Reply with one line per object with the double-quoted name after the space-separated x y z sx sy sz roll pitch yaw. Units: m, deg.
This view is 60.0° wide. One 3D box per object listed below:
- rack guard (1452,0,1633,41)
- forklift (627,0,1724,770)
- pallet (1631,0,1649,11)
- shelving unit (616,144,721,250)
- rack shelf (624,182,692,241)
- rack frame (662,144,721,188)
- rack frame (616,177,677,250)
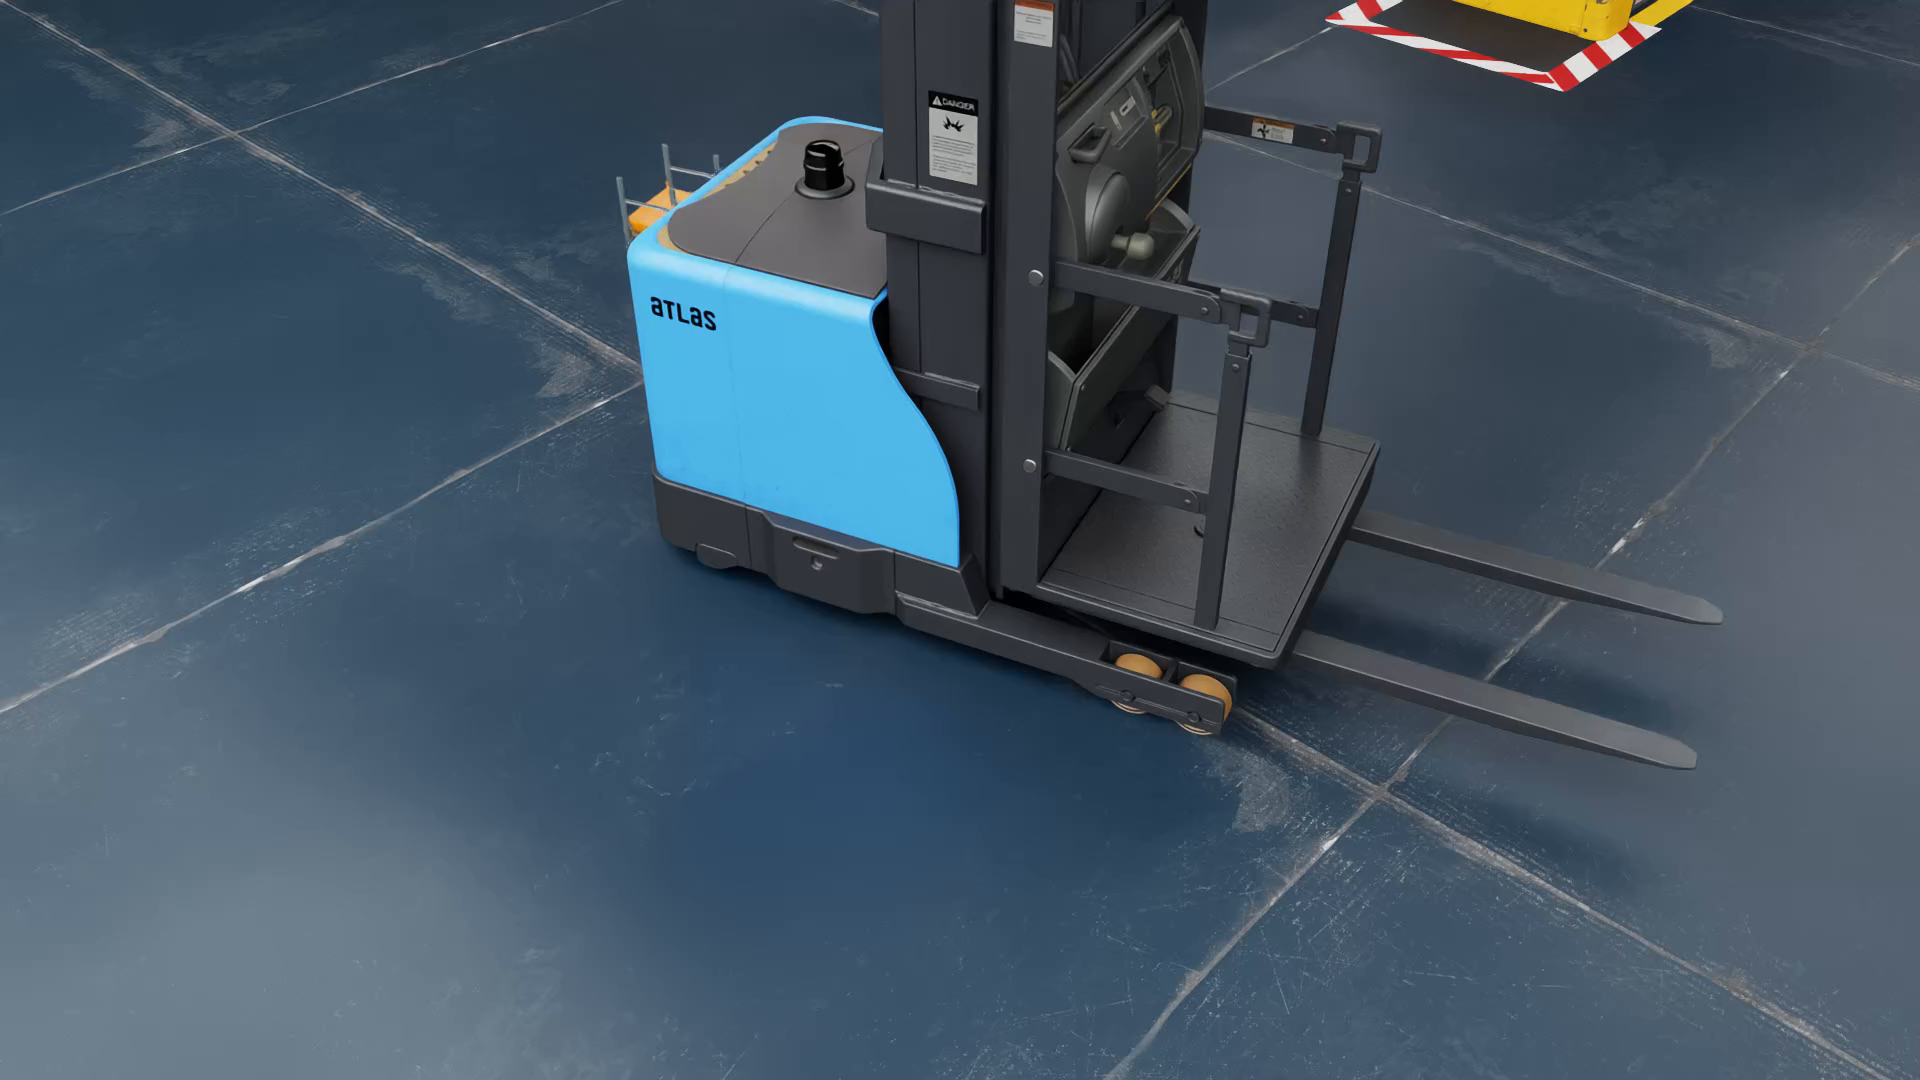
2.929 -3.034 8.664 1.175 0.500 0.348 30 47 32 "rack guard"
0.622 -0.991 4.141 3.031 2.935 1.130 17 41 20 "forklift"
3.481 -3.292 9.220 1.003 0.211 1.213 30 47 32 "pallet"
-0.862 -0.702 5.286 0.215 1.050 0.252 15 41 20 "shelving unit"
-0.867 -0.917 5.117 0.215 0.259 0.240 15 41 20 "rack shelf"
-0.810 -0.771 5.372 0.200 1.050 0.008 15 41 20 "rack frame"
-0.914 -0.633 5.199 0.200 1.050 0.008 15 41 20 "rack frame"
